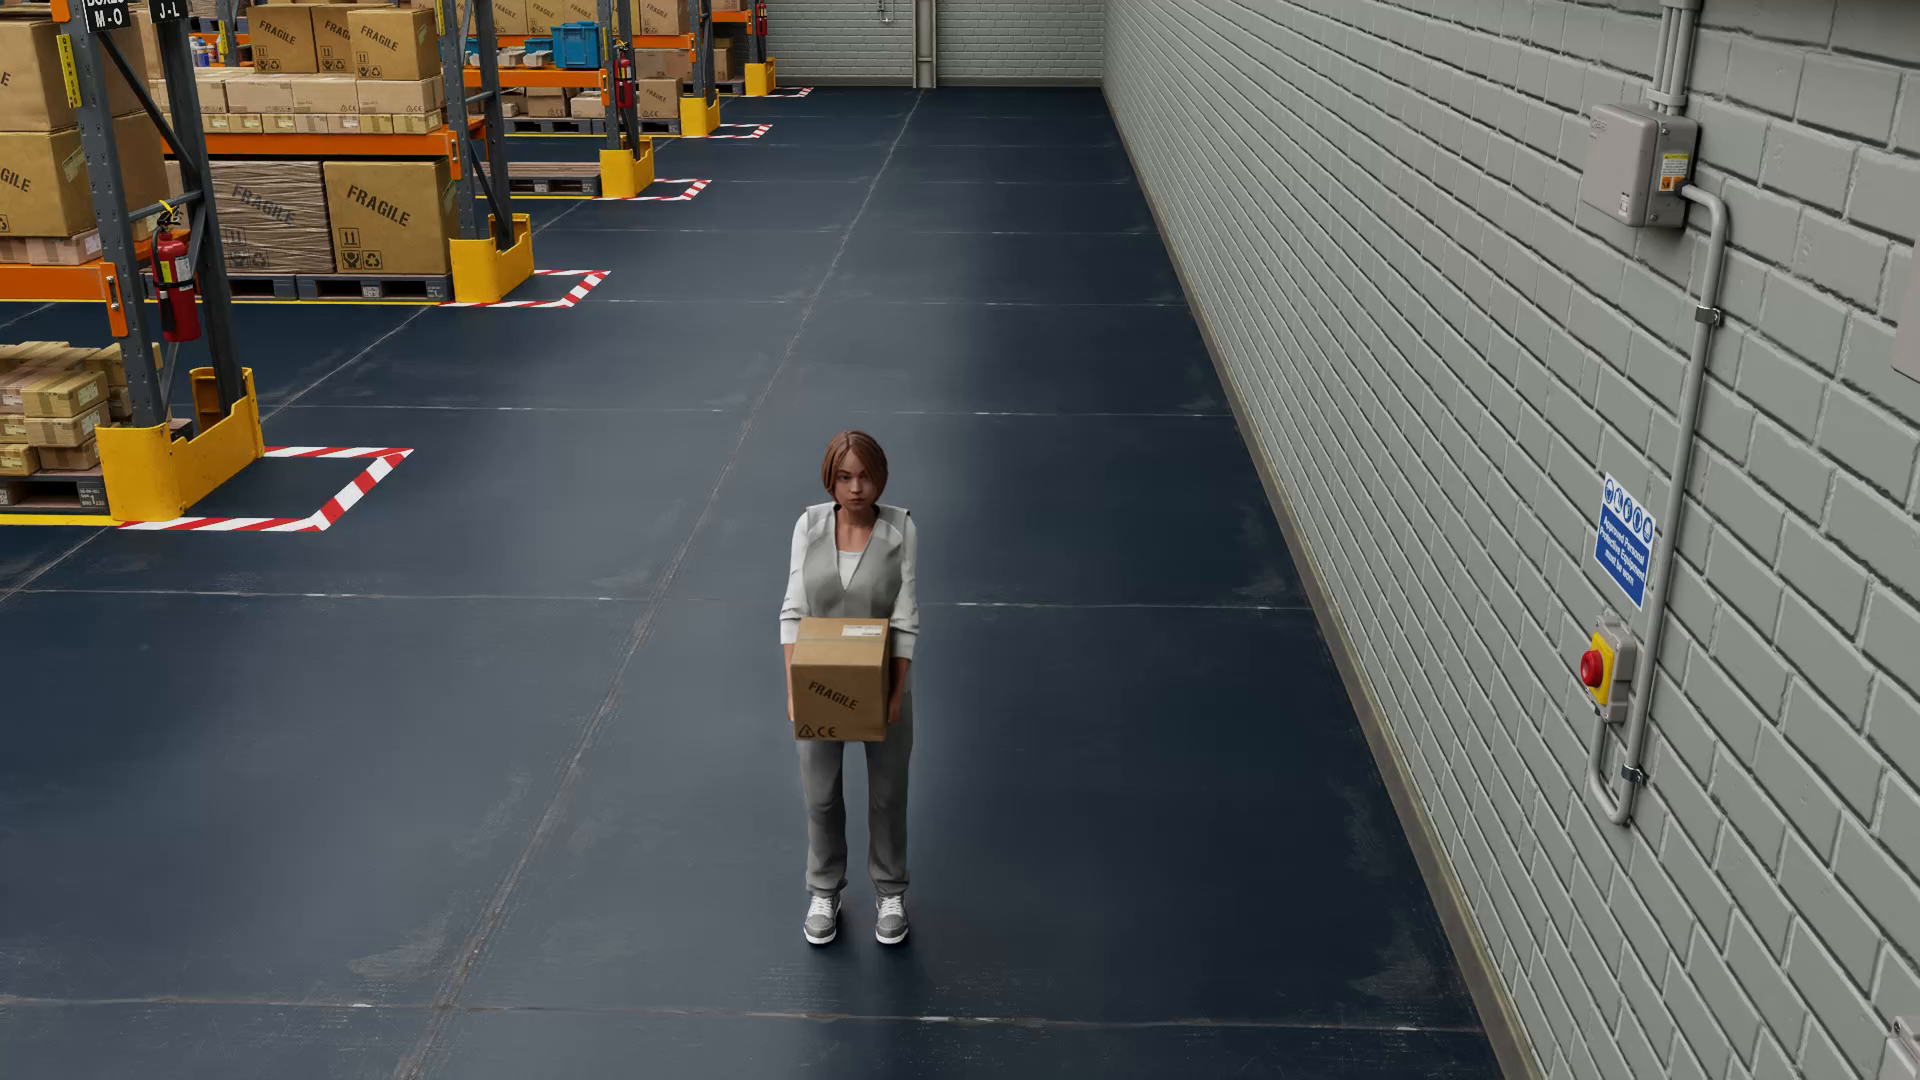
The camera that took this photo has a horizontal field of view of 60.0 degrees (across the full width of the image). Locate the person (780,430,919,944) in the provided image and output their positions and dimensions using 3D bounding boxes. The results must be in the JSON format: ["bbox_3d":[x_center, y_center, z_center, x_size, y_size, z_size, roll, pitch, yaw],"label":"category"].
[{"bbox_3d":[-0.317,0.480,4.859,0.401,1.596,0.495,1,21,2],"label":"person"}]
